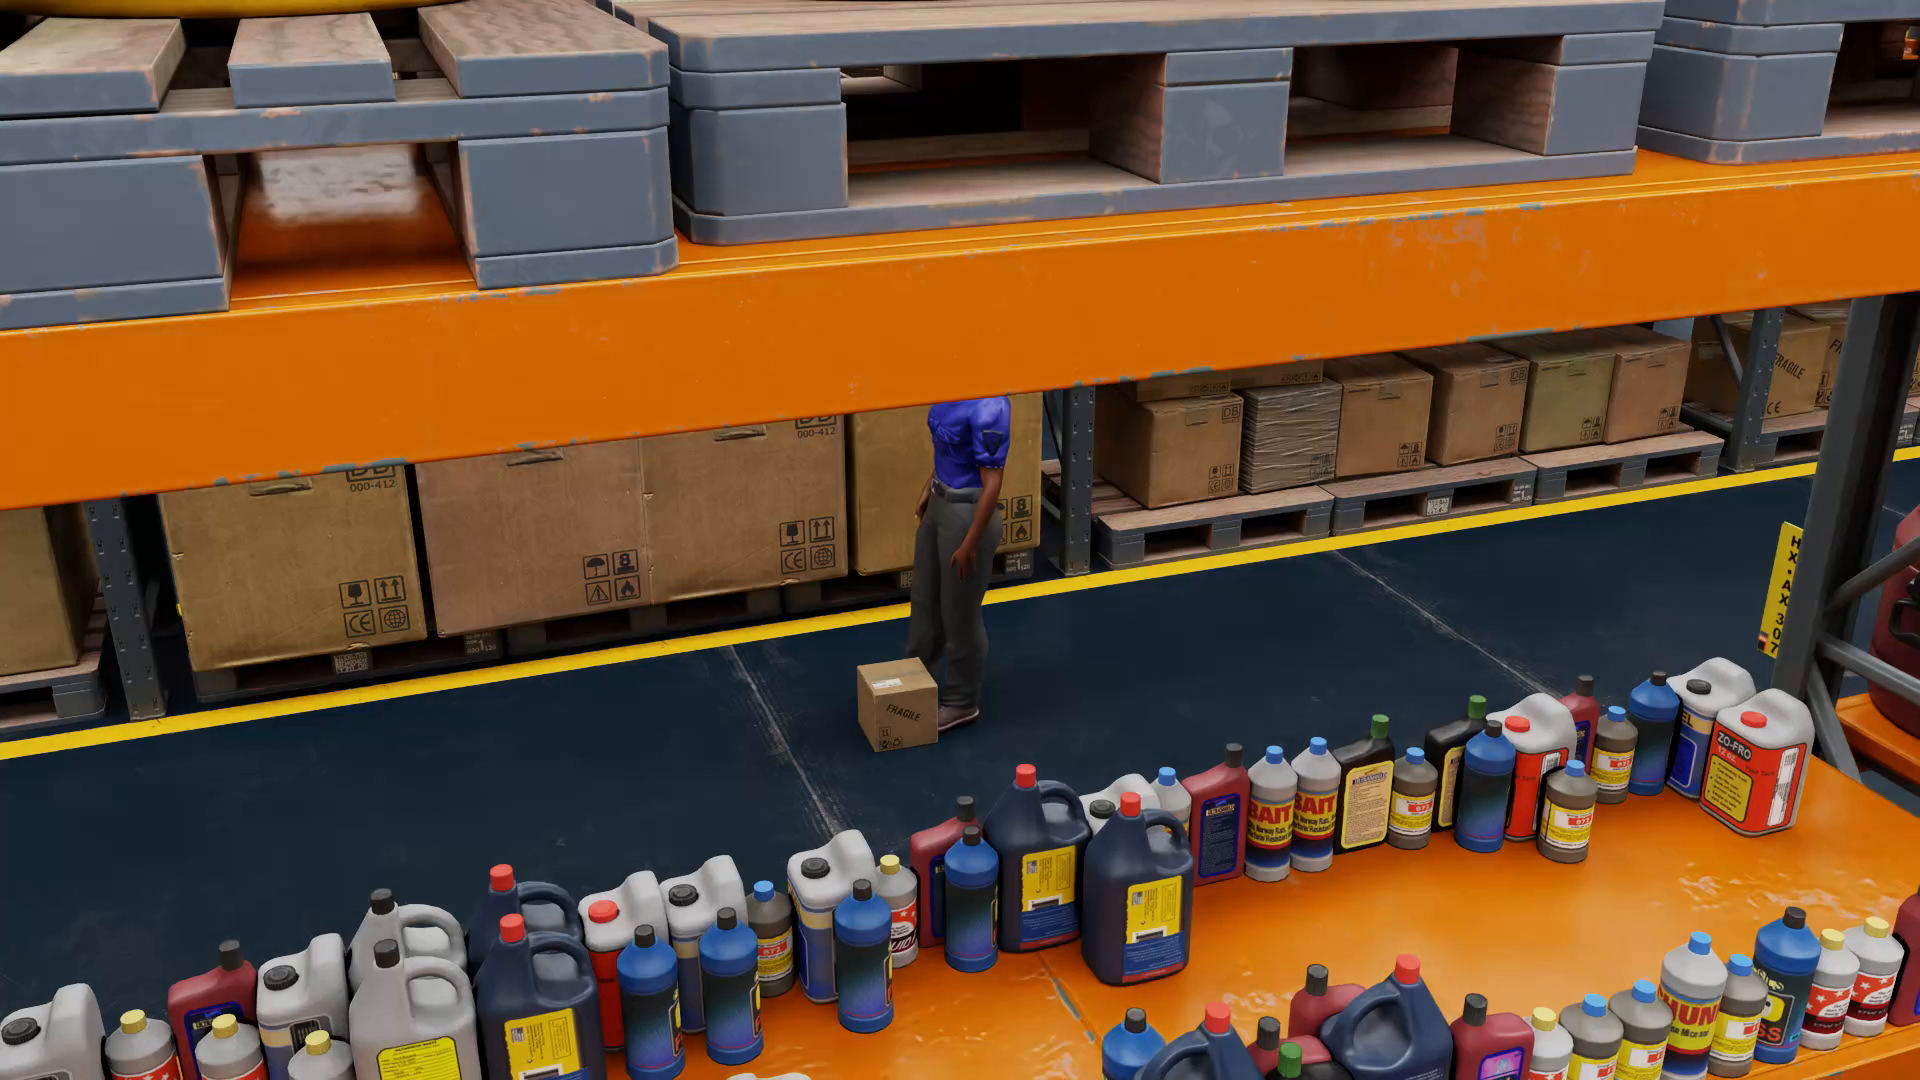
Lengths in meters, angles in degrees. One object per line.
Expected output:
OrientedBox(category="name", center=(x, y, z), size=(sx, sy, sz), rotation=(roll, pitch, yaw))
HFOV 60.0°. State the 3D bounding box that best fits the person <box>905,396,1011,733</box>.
OrientedBox(category="person", center=(-0.083, -0.060, 6.221), size=(0.503, 1.656, 0.569), rotation=(-7, 24, -16))
